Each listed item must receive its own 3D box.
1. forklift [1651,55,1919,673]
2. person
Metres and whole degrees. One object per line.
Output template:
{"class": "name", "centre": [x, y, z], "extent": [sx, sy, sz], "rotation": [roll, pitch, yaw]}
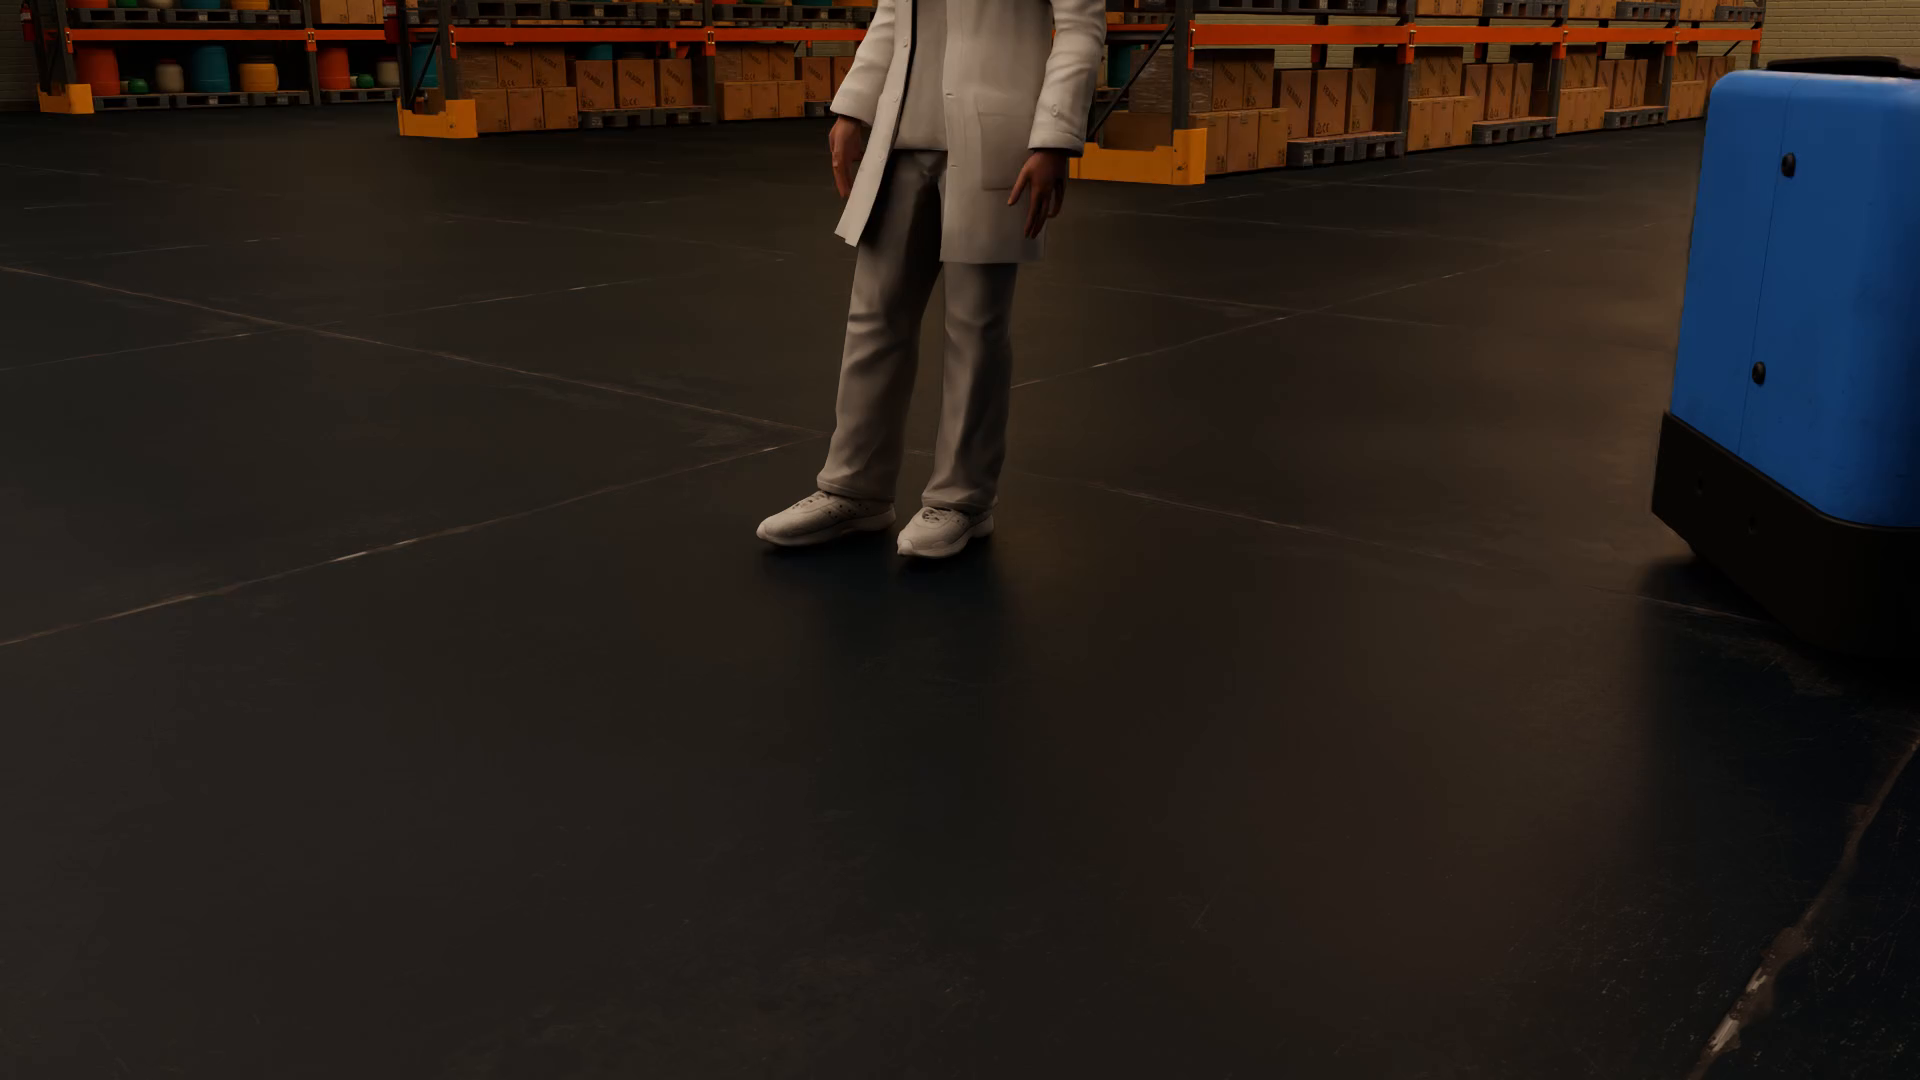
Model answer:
{"class": "forklift", "centre": [3.103, -1.240, 2.981], "extent": [3.031, 2.935, 1.130], "rotation": [1, 17, 4]}
{"class": "person", "centre": [-0.061, -0.838, 3.618], "extent": [0.696, 1.776, 0.581], "rotation": [13, 21, 37]}
